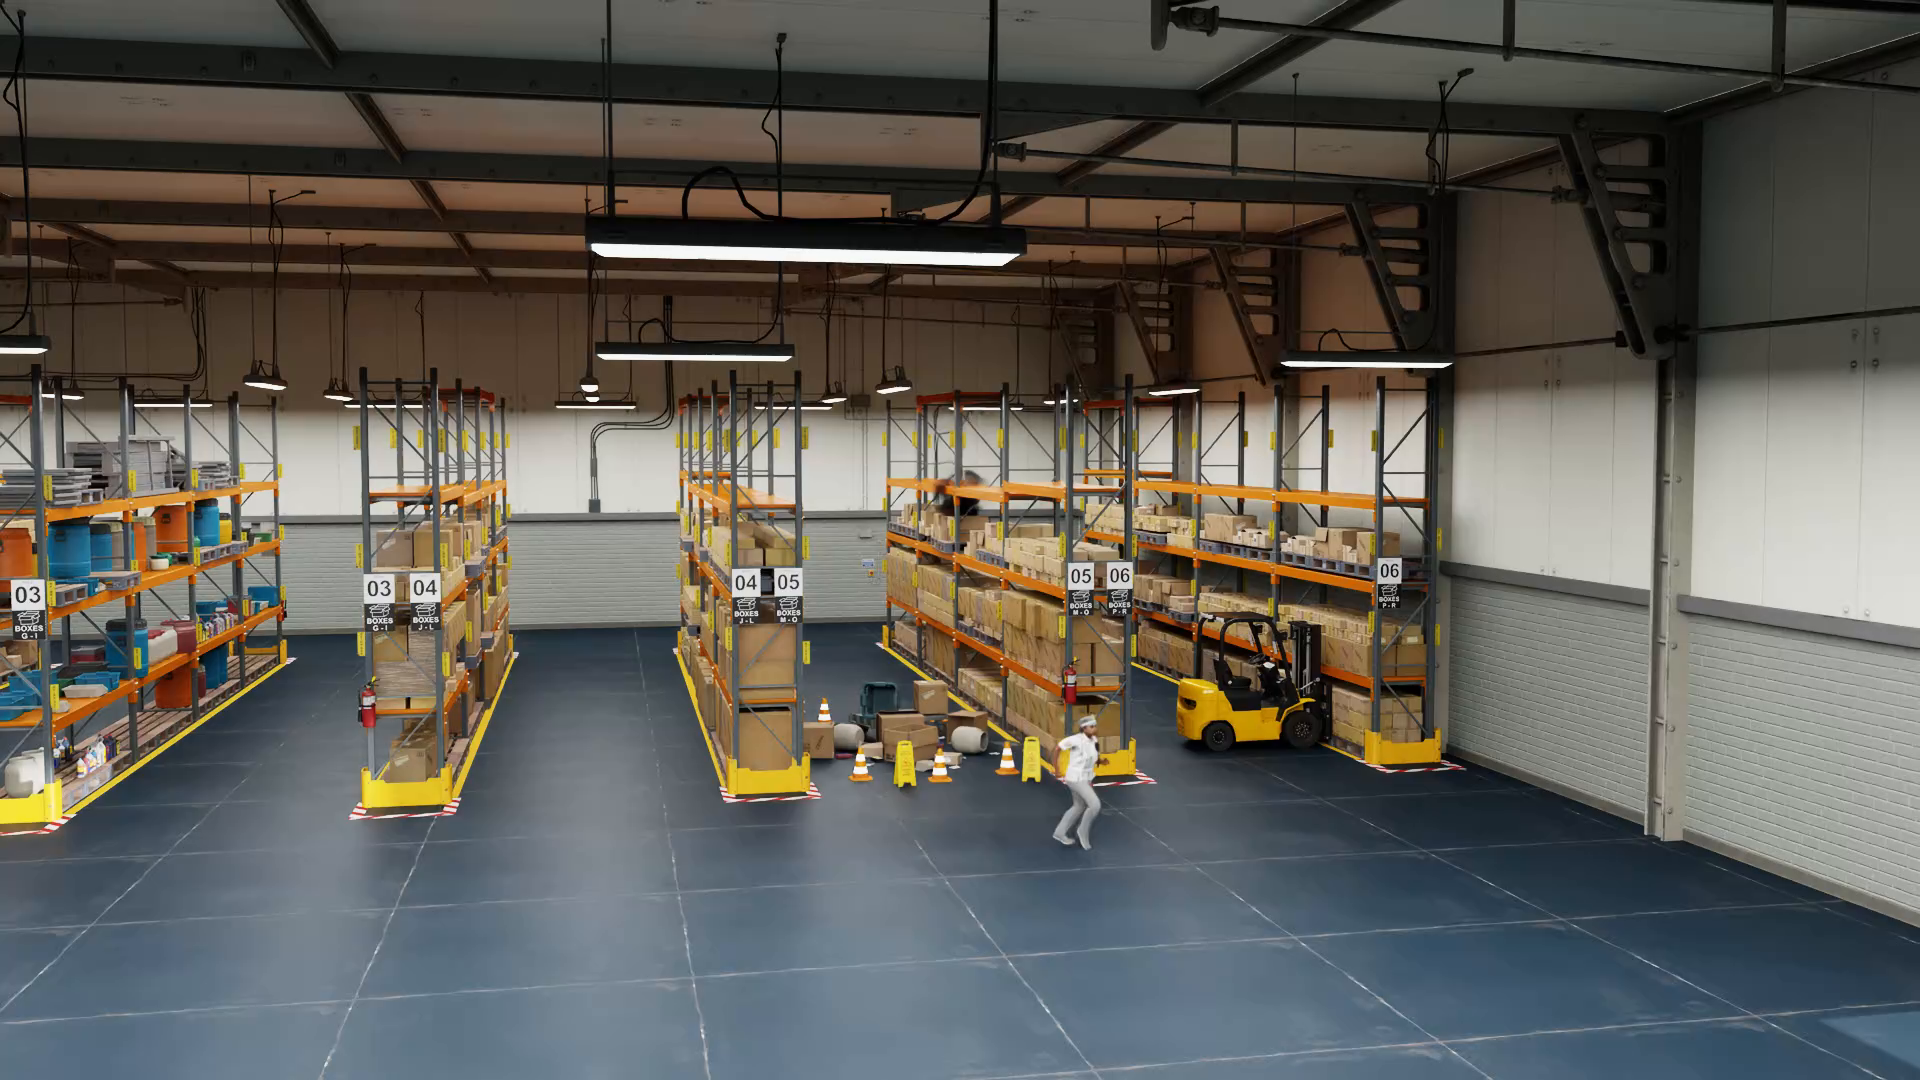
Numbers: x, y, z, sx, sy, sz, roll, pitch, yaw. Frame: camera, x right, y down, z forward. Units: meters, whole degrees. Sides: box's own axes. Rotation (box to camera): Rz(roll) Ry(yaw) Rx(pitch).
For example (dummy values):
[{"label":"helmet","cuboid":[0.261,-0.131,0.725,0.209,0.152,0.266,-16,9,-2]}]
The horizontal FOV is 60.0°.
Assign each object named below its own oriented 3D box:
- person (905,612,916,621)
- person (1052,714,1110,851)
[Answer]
[{"label":"person","cuboid":[-1.145,1.735,41.657,0.675,1.626,0.646,1,4,16]},{"label":"person","cuboid":[1.480,2.950,20.308,0.777,1.677,0.603,3,4,38]}]
